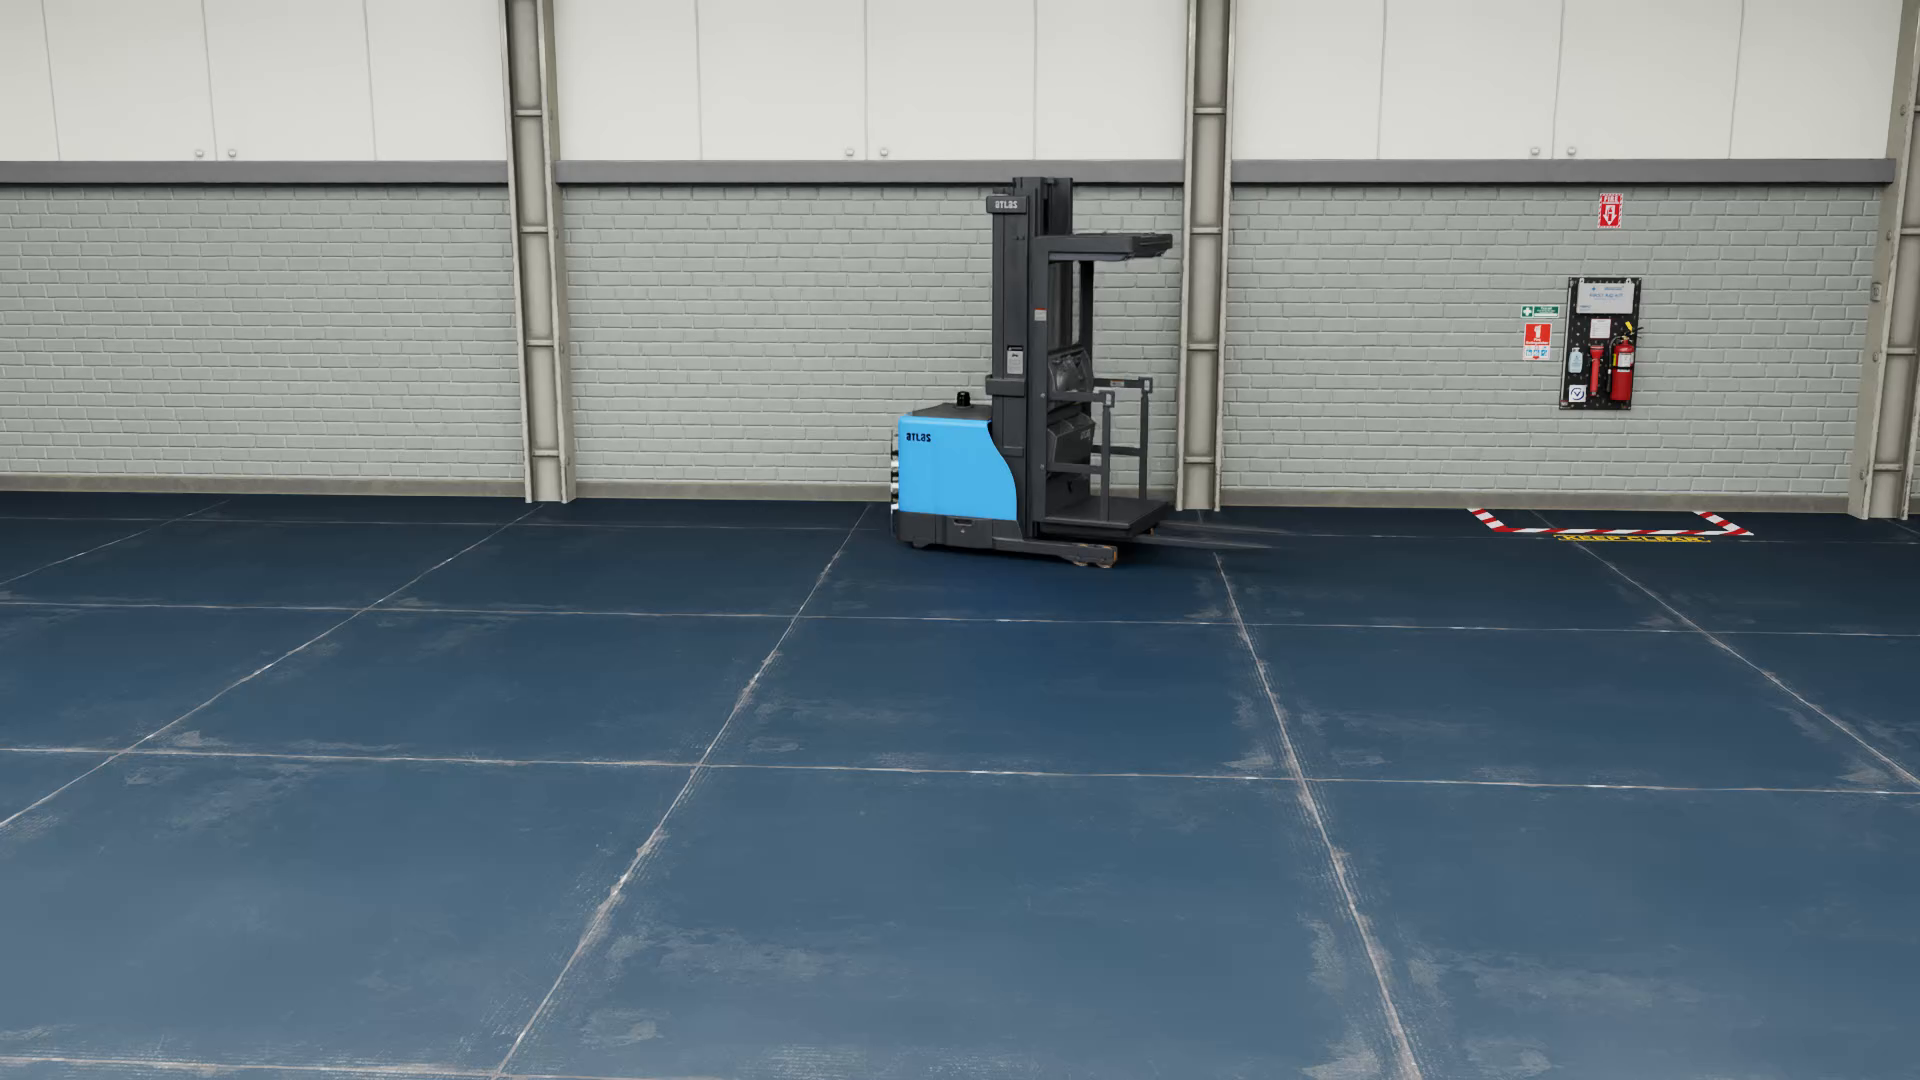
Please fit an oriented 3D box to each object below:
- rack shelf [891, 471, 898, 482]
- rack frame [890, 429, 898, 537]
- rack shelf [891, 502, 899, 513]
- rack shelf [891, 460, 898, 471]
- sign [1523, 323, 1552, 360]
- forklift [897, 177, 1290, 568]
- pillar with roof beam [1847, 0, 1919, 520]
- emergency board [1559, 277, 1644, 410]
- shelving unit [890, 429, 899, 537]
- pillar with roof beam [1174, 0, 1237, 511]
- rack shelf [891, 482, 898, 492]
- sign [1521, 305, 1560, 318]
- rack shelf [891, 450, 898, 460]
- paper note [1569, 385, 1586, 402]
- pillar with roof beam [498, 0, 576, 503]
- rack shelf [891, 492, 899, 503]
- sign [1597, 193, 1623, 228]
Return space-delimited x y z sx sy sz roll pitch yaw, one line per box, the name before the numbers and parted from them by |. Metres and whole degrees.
rack shelf | -0.431 -0.539 13.868 0.200 0.077 0.258 5 13 23
rack frame | -0.525 -0.491 13.919 0.006 0.900 0.240 5 13 23
rack shelf | -0.431 -0.274 13.924 0.200 0.077 0.258 5 13 23
rack shelf | -0.431 -0.627 13.850 0.200 0.077 0.258 5 13 23
sign | 5.140 -1.768 14.807 0.234 0.329 0.001 1 12 4
forklift | 1.055 -1.342 13.027 3.031 2.935 1.130 5 13 23
pillar with roof beam | 7.860 -3.737 9.656 0.400 9.000 9.100 1 12 4
emergency board | 5.685 -1.722 14.674 0.643 1.169 0.194 1 12 4
shelving unit | -0.431 -0.483 13.880 0.210 0.900 0.258 5 13 23
pillar with roof beam | 1.874 -3.819 10.049 0.400 9.000 9.100 1 12 4
rack shelf | -0.431 -0.451 13.887 0.200 0.077 0.258 5 13 23
sign | 5.144 -2.026 14.744 0.331 0.109 0.001 1 12 4
rack shelf | -0.431 -0.715 13.832 0.200 0.077 0.258 5 13 23
paper note | 5.513 -1.307 14.843 0.142 0.148 0.016 1 12 4
pillar with roof beam | -4.113 -3.901 10.441 0.400 9.000 9.100 1 12 4
rack shelf | -0.431 -0.362 13.905 0.200 0.077 0.258 5 13 23
sign | 5.684 -2.877 14.534 0.199 0.298 0.001 1 12 4
